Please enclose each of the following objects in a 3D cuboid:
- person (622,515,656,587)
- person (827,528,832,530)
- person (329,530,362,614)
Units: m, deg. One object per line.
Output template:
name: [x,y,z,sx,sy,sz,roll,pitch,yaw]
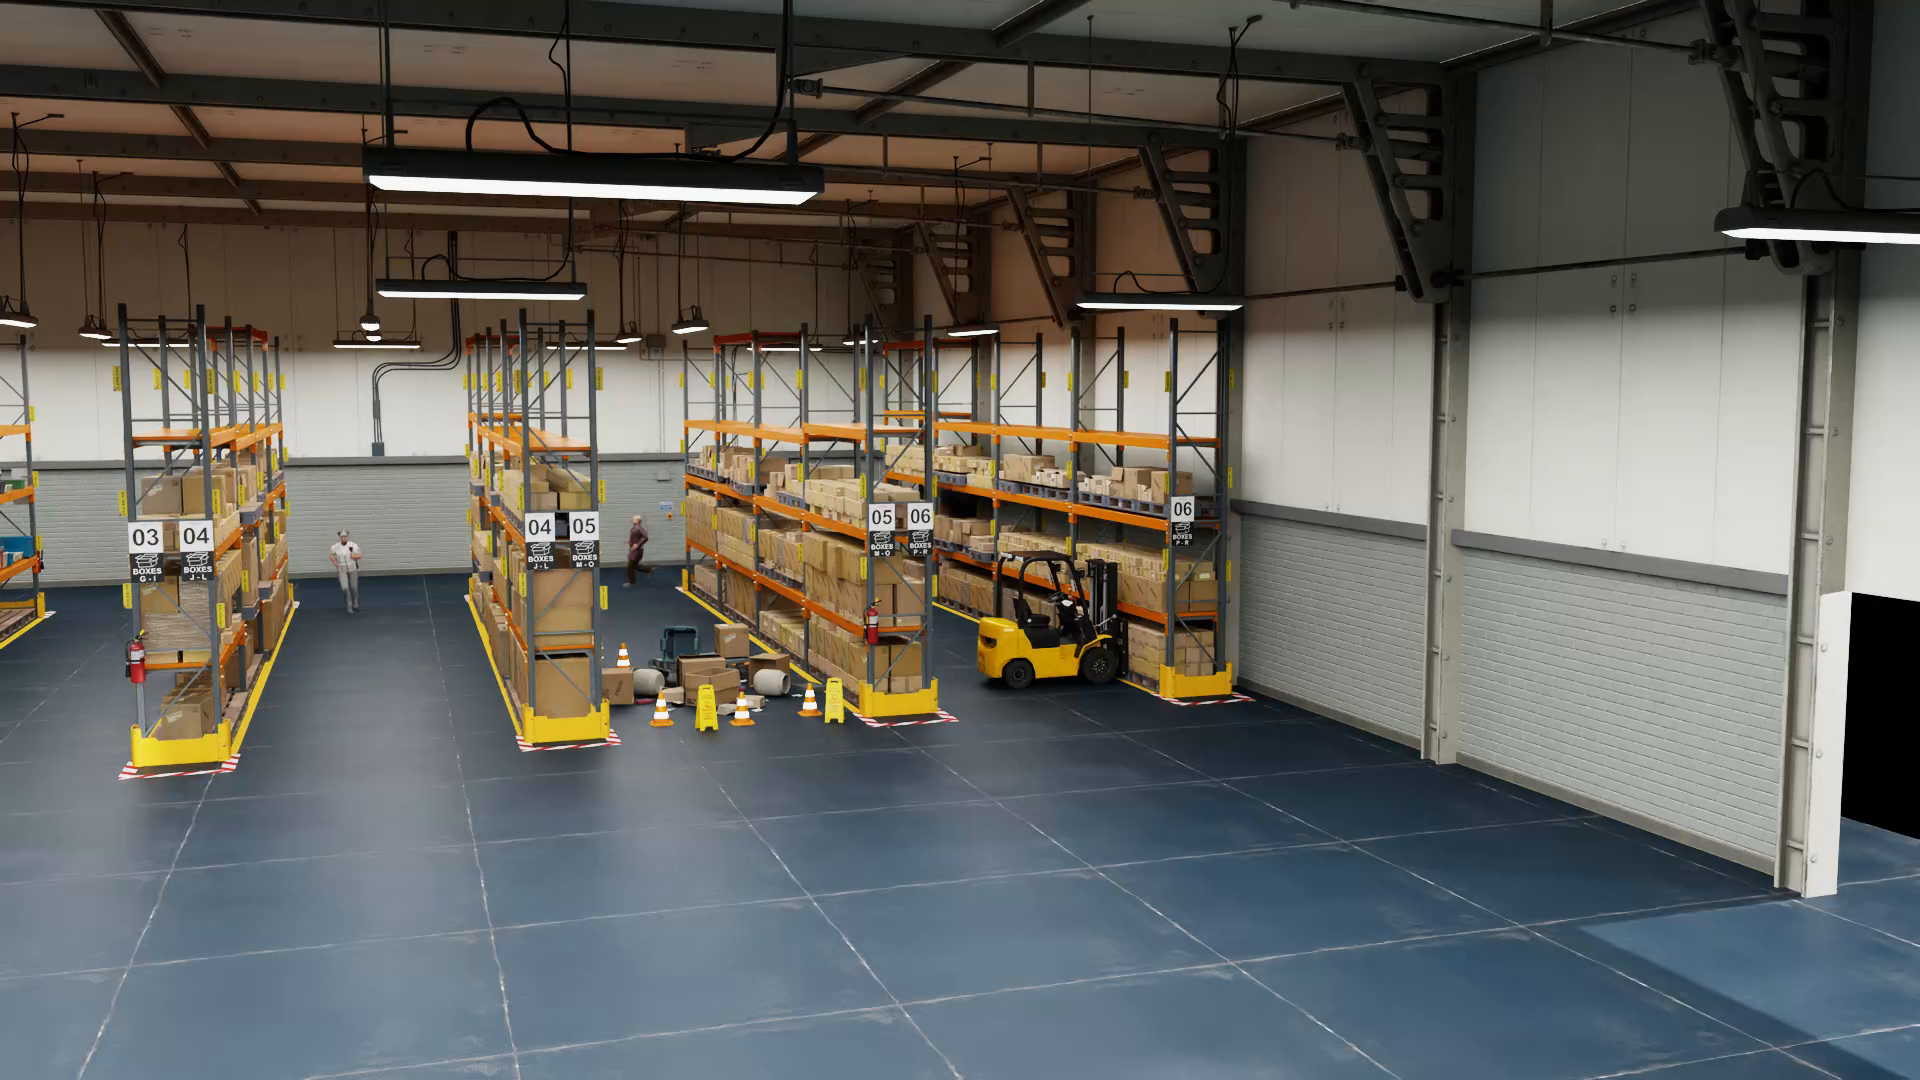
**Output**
person: [-7.911,0.280,40.821,0.794,1.755,0.713,-2,6,-23]
person: [-2.851,0.419,36.240,0.727,1.734,0.646,-2,6,-17]
person: [-13.383,0.690,36.275,0.659,1.843,0.783,-2,6,-23]
